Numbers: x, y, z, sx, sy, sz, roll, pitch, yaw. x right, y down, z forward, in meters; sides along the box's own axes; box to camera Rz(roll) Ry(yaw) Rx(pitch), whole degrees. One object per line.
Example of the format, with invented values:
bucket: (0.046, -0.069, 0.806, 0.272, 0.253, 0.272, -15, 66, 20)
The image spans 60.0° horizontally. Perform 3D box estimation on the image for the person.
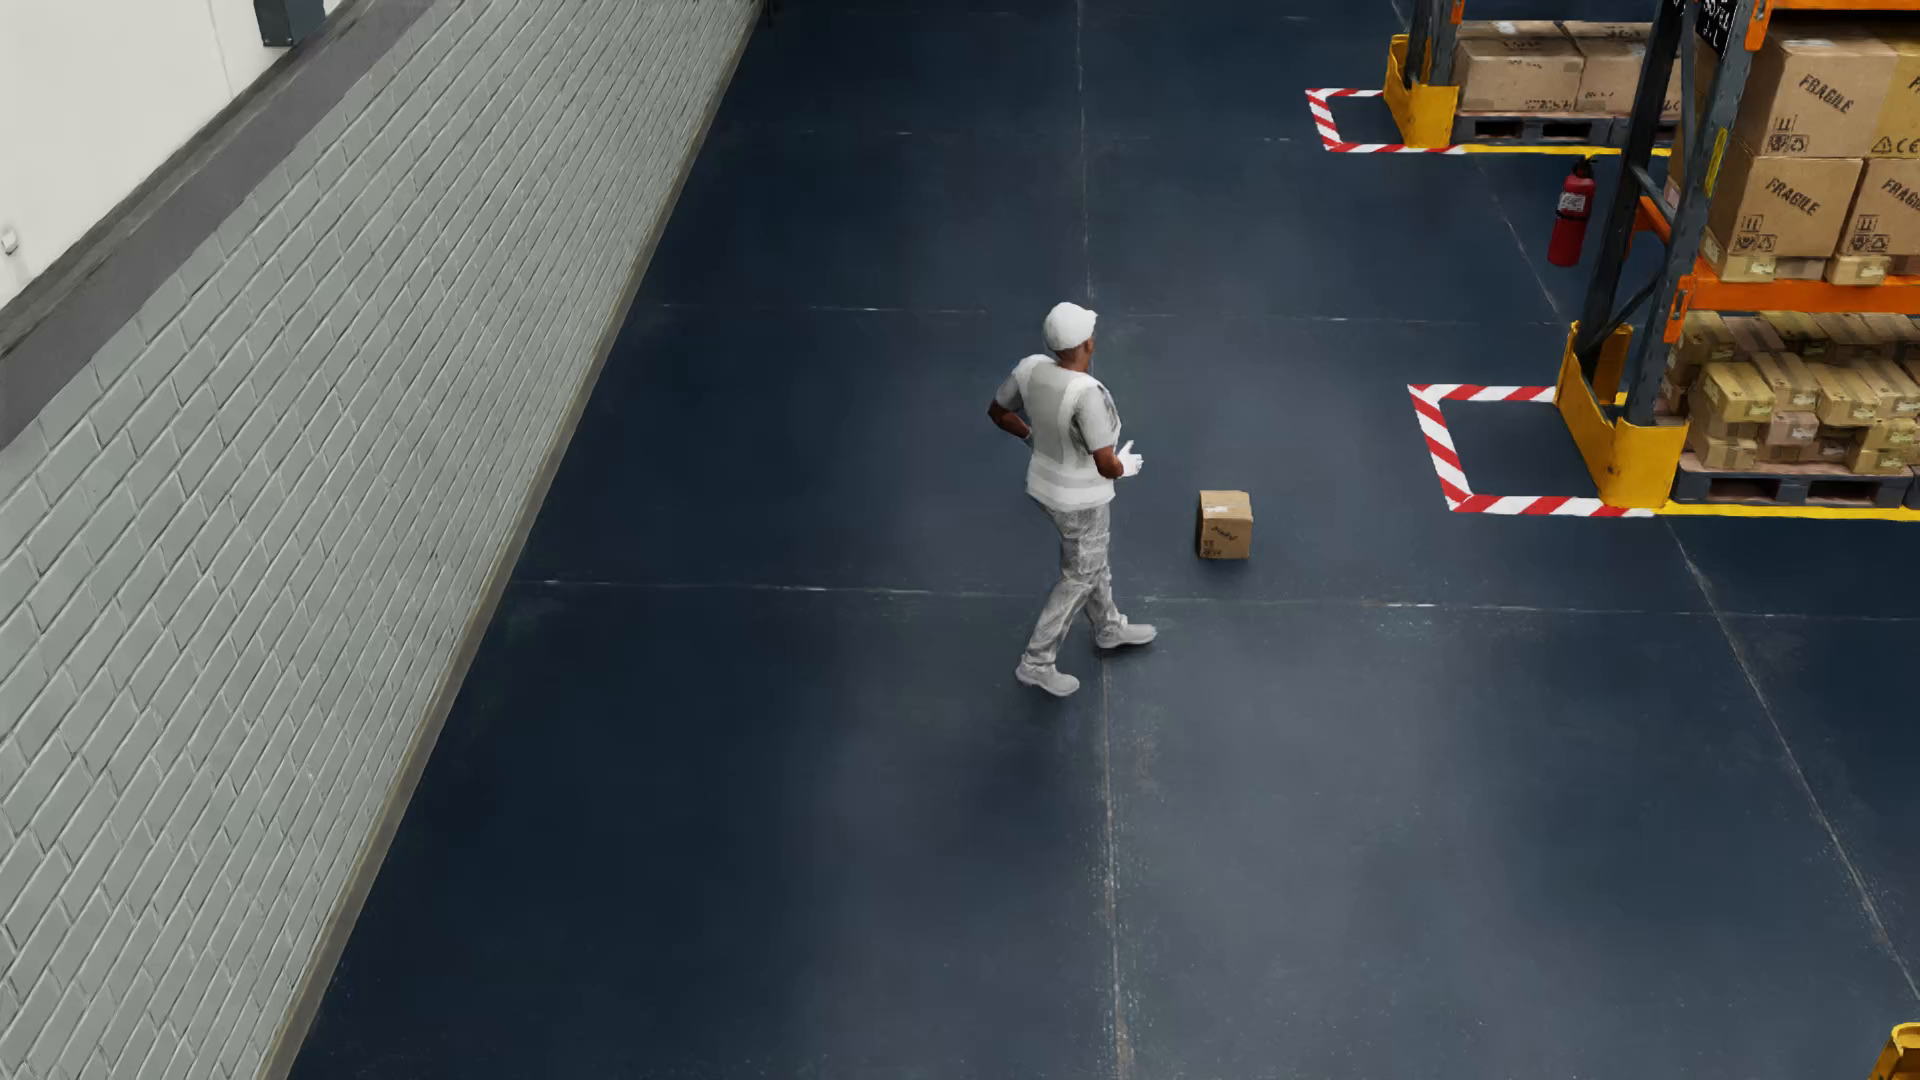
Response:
person: (0.503, -0.217, 7.388, 0.828, 1.767, 0.743, -19, 39, -24)
